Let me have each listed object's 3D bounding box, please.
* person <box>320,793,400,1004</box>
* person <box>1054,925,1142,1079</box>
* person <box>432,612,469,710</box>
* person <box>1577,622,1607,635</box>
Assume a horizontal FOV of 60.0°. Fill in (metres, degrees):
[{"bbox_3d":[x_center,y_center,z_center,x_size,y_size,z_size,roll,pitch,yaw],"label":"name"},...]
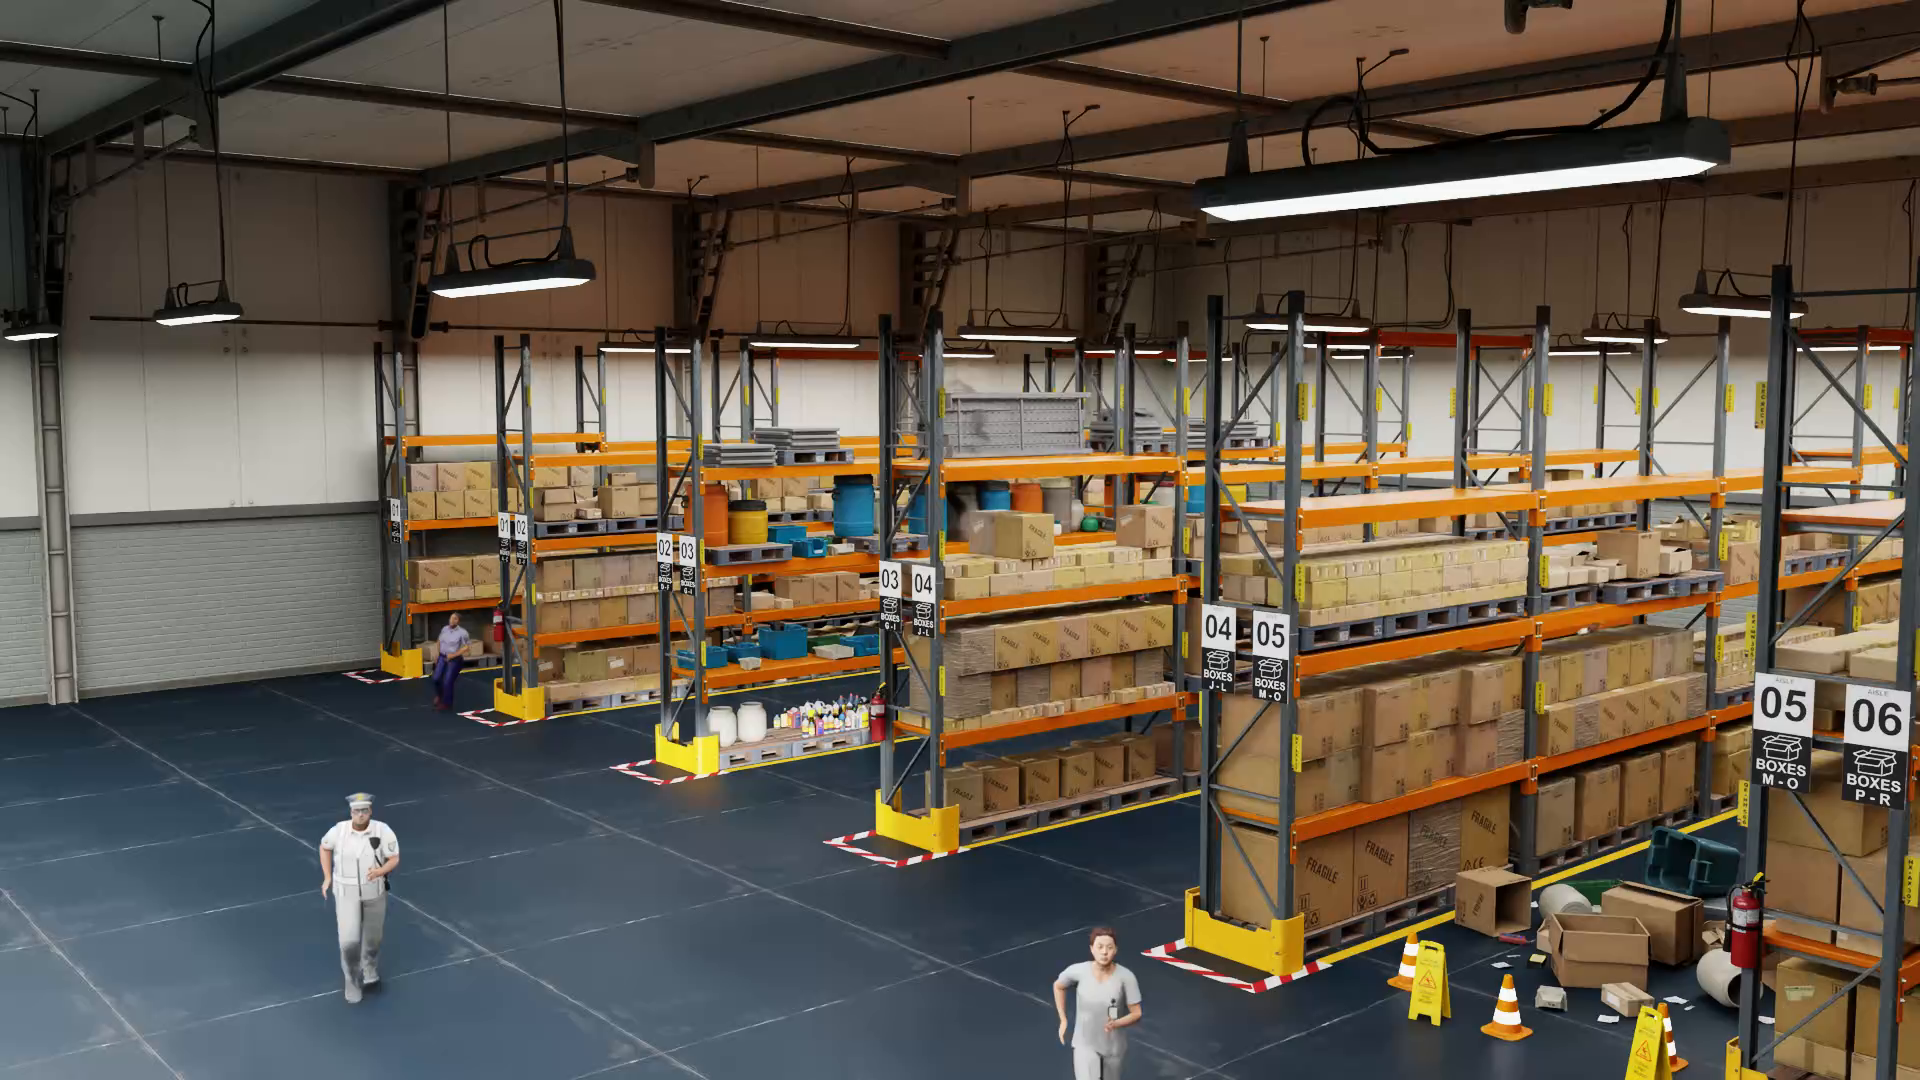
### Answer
[{"bbox_3d":[-5.067,3.018,14.078,0.627,1.810,0.826,-2,6,-22],"label":"person"},{"bbox_3d":[0.907,3.344,10.854,0.546,1.679,0.661,0,5,-3],"label":"person"},{"bbox_3d":[-8.175,1.950,26.631,0.625,1.579,0.578,1,5,8],"label":"person"},{"bbox_3d":[9.733,1.992,25.361,0.969,1.786,0.668,-4,7,-37],"label":"person"}]
